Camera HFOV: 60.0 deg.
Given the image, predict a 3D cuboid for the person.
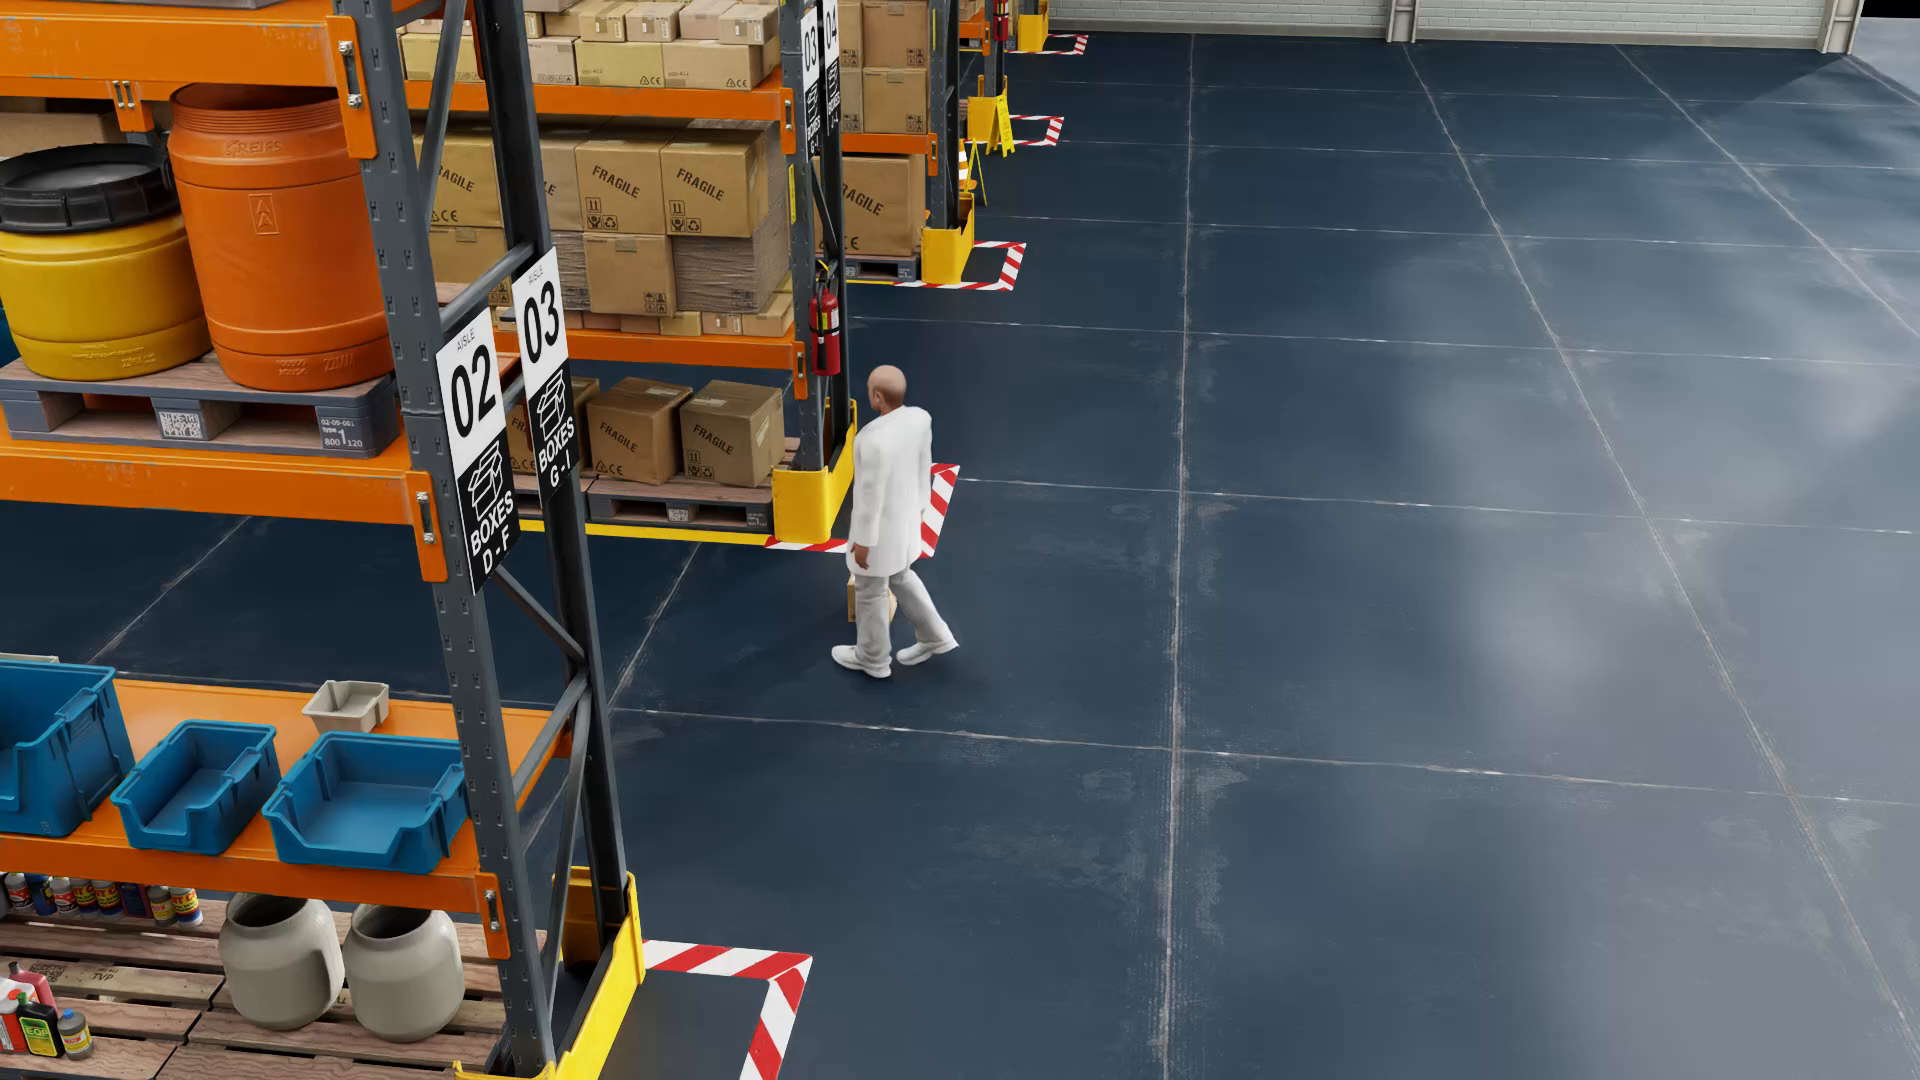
[{"bbox_3d":[-0.373,-0.090,8.785,0.647,1.785,0.629,16,32,28],"label":"person"}]
